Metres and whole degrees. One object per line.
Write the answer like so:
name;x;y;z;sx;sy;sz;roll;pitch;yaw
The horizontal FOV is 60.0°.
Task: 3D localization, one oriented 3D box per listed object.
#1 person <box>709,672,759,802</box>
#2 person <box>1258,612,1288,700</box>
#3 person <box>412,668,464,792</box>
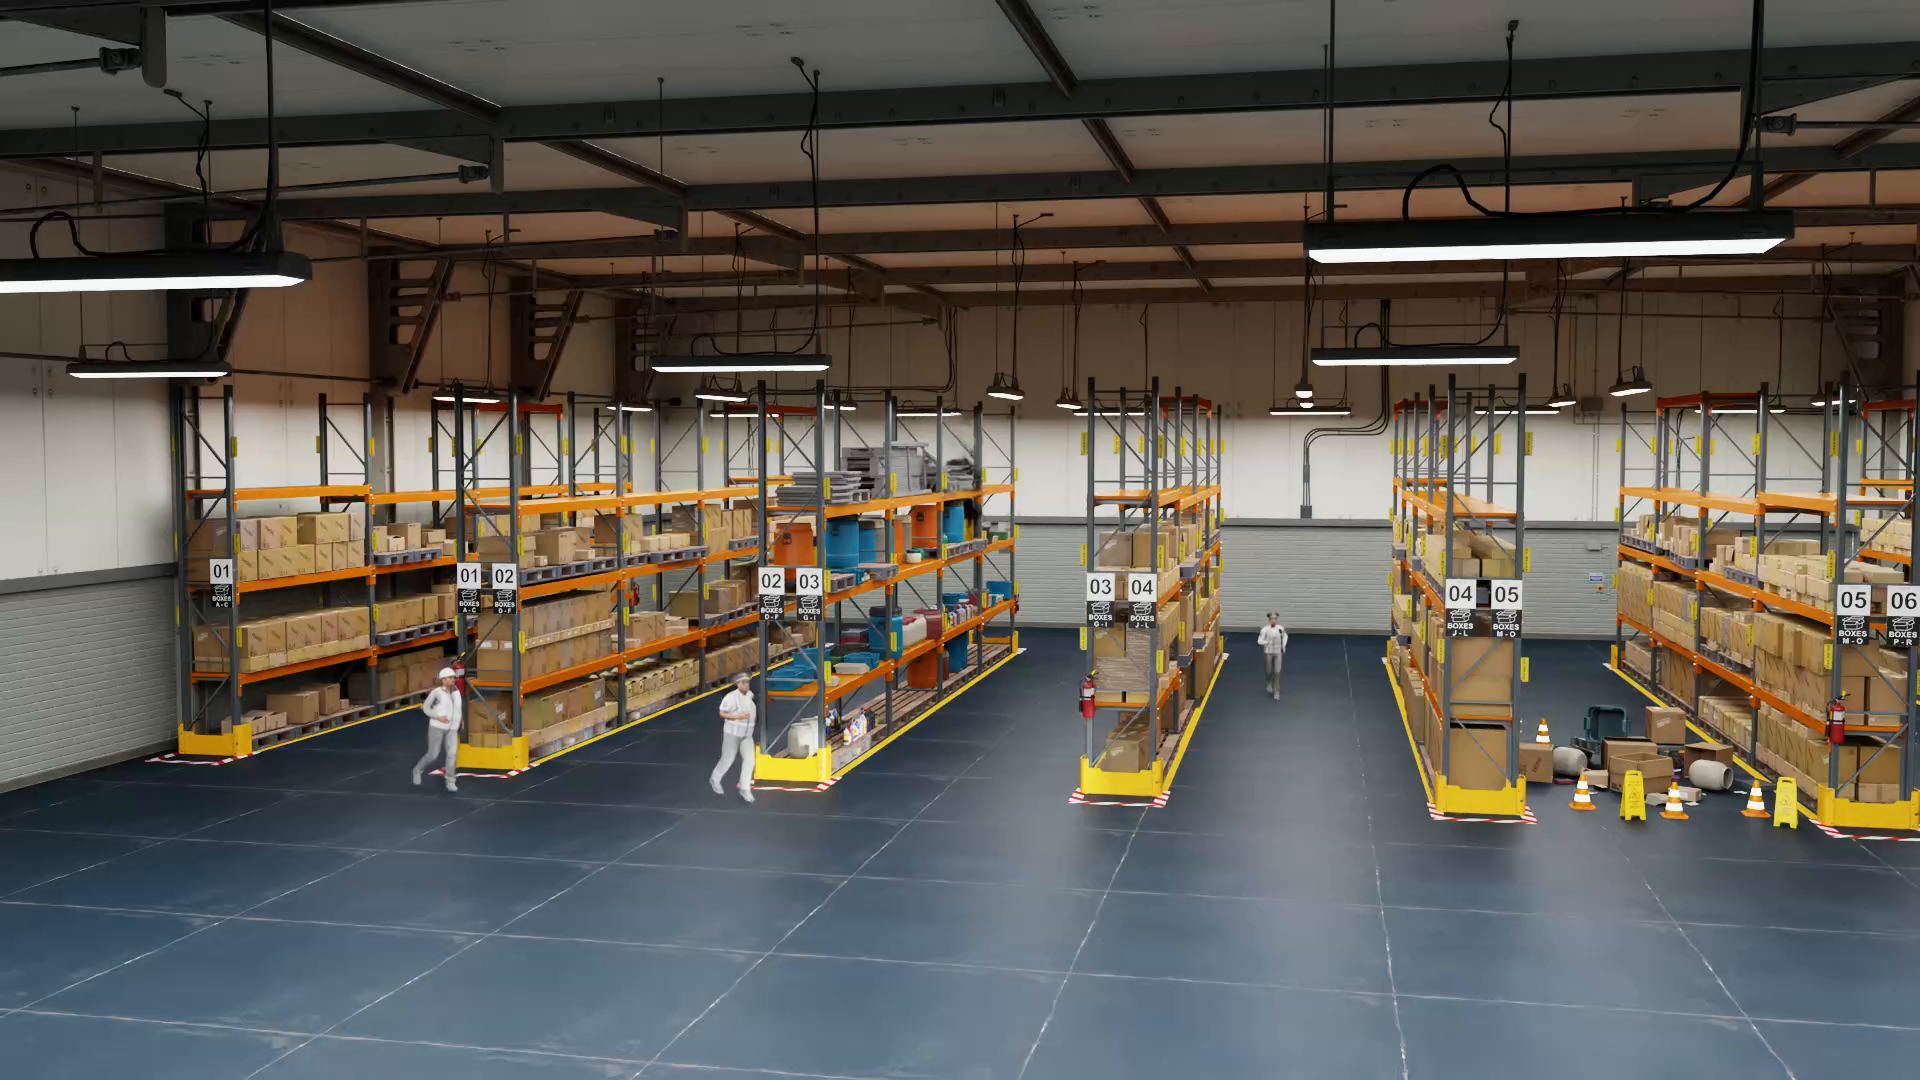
person;-3.166;2.787;23.767;0.667;1.821;0.884;-3;4;-42
person;6.246;2.281;33.166;0.612;1.696;0.920;0;3;5
person;-7.517;2.753;24.363;0.926;1.746;0.726;3;4;41
